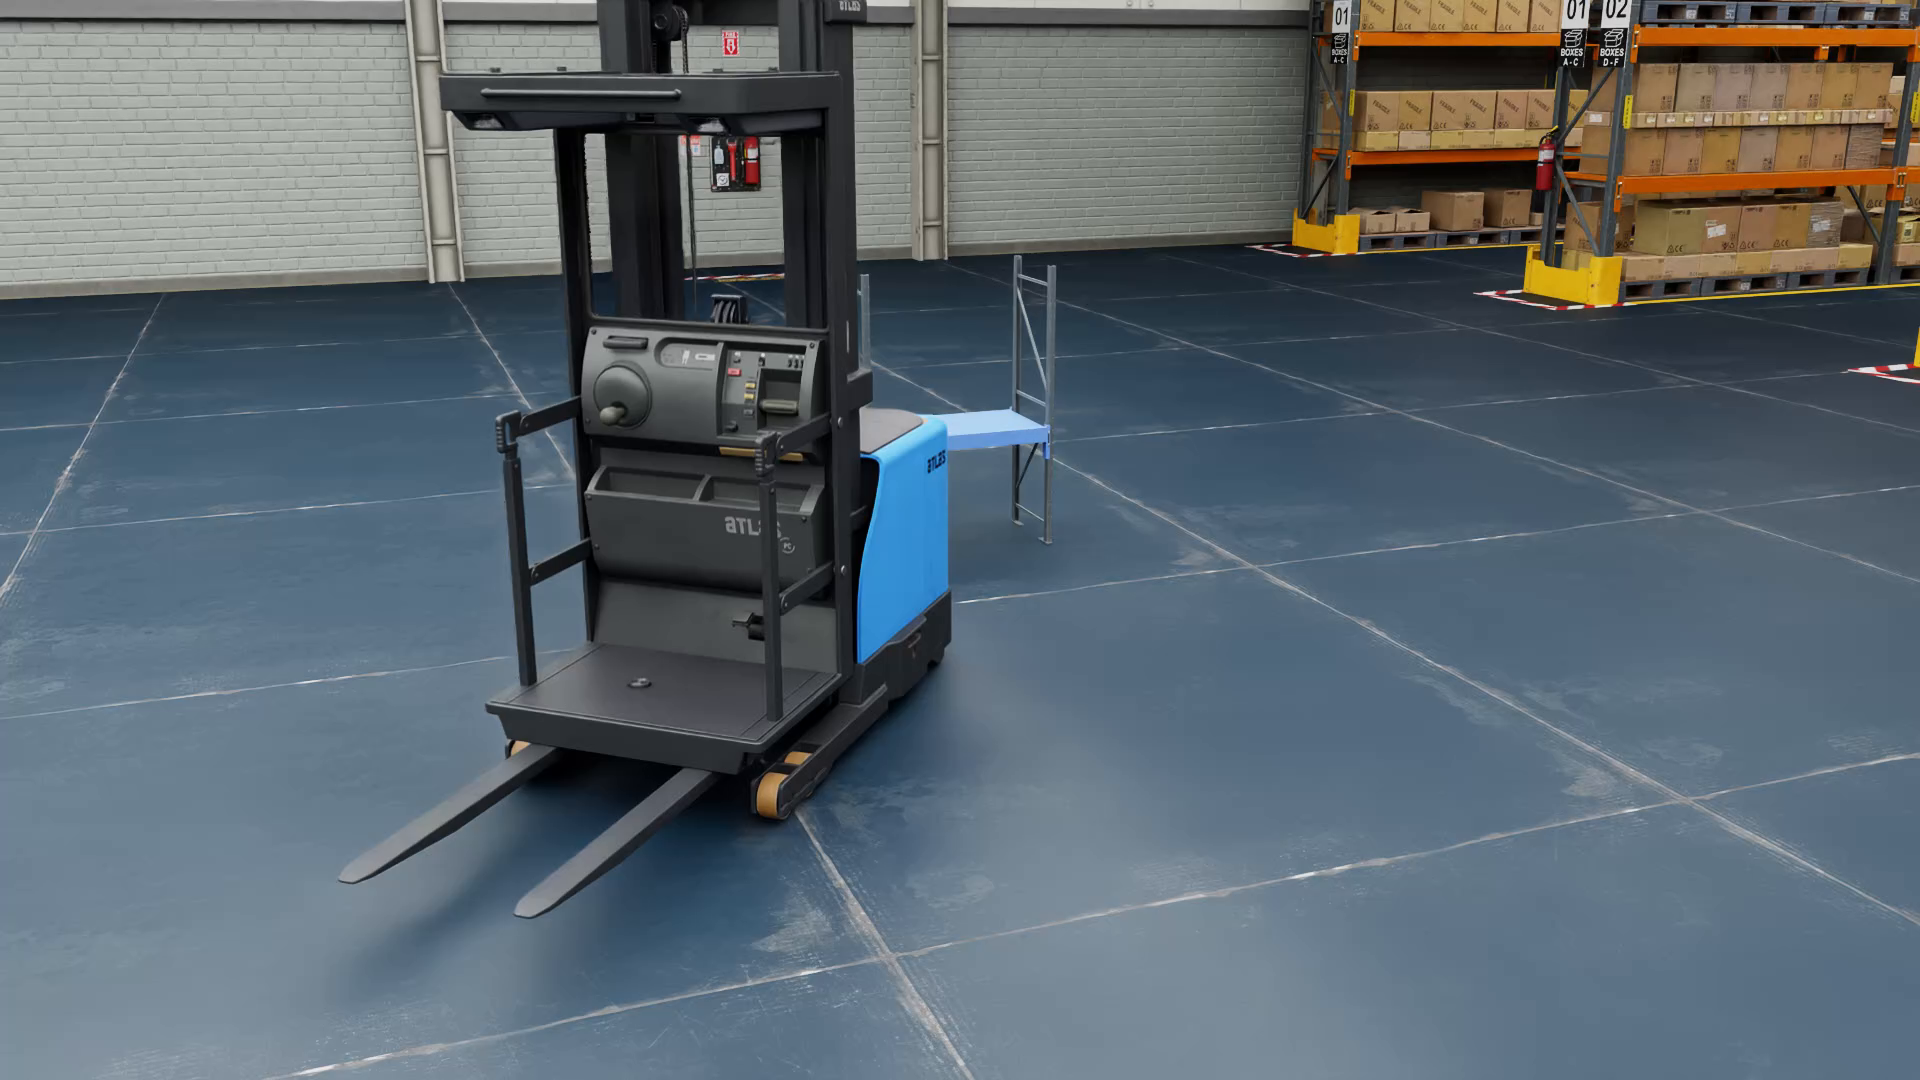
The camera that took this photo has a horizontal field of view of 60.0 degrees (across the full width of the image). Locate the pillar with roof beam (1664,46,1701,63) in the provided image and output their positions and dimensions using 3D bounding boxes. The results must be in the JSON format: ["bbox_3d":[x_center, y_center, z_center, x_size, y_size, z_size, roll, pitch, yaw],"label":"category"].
[{"bbox_3d":[12.354,-8.029,20.467,0.400,9.000,9.100,-6,17,-20],"label":"pillar with roof beam"}]

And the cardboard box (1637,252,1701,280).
[{"bbox_3d":[7.689,-3.006,18.145,0.500,0.250,0.500,-6,17,-20],"label":"cardboard box"}]

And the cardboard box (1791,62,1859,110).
[{"bbox_3d":[9.495,-5.053,18.501,0.500,0.500,0.700,-6,17,-20],"label":"cardboard box"}]

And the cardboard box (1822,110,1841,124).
[{"bbox_3d":[9.481,-4.677,18.373,0.250,0.149,0.380,-6,17,-20],"label":"cardboard box"}]

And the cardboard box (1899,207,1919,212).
[{"bbox_3d":[11.604,-3.851,20.029,0.500,0.311,0.500,-6,17,-20],"label":"cardboard box"}]

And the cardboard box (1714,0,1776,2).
[{"bbox_3d":[8.292,-5.928,17.467,0.500,0.500,0.500,-6,17,-20],"label":"cardboard box"}]

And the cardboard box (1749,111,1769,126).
[{"bbox_3d":[8.522,-4.574,18.020,0.250,0.149,0.380,-6,17,-20],"label":"cardboard box"}]

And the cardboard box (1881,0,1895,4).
[{"bbox_3d":[13.767,-8.068,24.967,0.500,0.500,0.700,-5,17,-17],"label":"cardboard box"}]

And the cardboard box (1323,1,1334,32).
[{"bbox_3d":[5.166,-6.985,22.025,0.500,0.500,0.500,-5,17,-16],"label":"cardboard box"}]

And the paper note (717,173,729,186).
[{"bbox_3d":[-2.903,-4.411,20.360,0.142,0.148,0.016,-6,17,-20],"label":"paper note"}]

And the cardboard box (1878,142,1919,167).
[{"bbox_3d":[10.822,-4.469,19.260,0.500,0.250,0.500,-5,17,-17],"label":"cardboard box"}]

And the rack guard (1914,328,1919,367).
[{"bbox_3d":[8.466,-1.594,13.638,0.348,0.500,1.175,-6,17,-20],"label":"rack guard"}]

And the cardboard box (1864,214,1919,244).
[{"bbox_3d":[10.853,-3.607,19.198,0.500,0.311,0.500,-6,17,-20],"label":"cardboard box"}]

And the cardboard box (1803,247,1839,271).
[{"bbox_3d":[9.553,-3.210,18.841,0.500,0.250,0.500,-6,17,-20],"label":"cardboard box"}]

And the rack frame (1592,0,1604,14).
[{"bbox_3d":[8.602,-8.661,22.622,0.127,3.000,1.000,-6,17,-20],"label":"rack frame"}]

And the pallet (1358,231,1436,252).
[{"bbox_3d":[5.709,-4.122,22.760,1.213,0.211,1.003,-6,17,-20],"label":"pallet"}]

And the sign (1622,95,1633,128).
[{"bbox_3d":[6.836,-4.383,17.025,0.005,0.325,0.100,-6,17,-20],"label":"sign"}]

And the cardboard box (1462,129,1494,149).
[{"bbox_3d":[6.867,-5.439,22.528,0.500,0.250,0.500,-6,17,-20],"label":"cardboard box"}]

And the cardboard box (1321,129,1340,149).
[{"bbox_3d":[5.234,-5.415,22.447,0.500,0.250,0.500,-6,17,-19],"label":"cardboard box"}]

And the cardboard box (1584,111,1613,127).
[{"bbox_3d":[6.932,-4.525,17.854,0.250,0.149,0.380,-6,18,-21],"label":"cardboard box"}]

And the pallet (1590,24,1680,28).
[{"bbox_3d":[9.217,-7.166,23.188,1.003,0.211,1.213,-6,17,-20],"label":"pallet"}]

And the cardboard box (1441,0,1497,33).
[{"bbox_3d":[6.759,-7.002,22.083,0.500,0.500,0.500,-5,17,-17],"label":"cardboard box"}]

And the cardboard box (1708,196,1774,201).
[{"bbox_3d":[8.899,-3.657,19.031,0.500,0.500,0.500,-6,17,-20],"label":"cardboard box"}]

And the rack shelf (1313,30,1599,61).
[{"bbox_3d":[6.735,-6.675,22.460,4.000,0.370,1.077,-6,17,-20],"label":"rack shelf"}]

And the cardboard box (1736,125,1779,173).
[{"bbox_3d":[8.528,-4.325,18.326,0.500,0.500,0.700,-6,17,-18],"label":"cardboard box"}]

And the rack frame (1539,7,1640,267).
[{"bbox_3d":[6.643,-4.077,17.657,0.127,3.000,1.000,-6,17,-20],"label":"rack frame"}]

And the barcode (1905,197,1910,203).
[{"bbox_3d":[10.766,-3.869,18.900,0.075,0.075,0.001,-6,17,-20],"label":"barcode"}]

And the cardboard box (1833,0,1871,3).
[{"bbox_3d":[9.814,-6.254,18.578,0.500,0.500,0.500,-5,17,-16],"label":"cardboard box"}]

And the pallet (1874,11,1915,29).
[{"bbox_3d":[11.197,-5.920,18.949,1.217,0.209,0.805,-7,18,-22],"label":"pallet"}]

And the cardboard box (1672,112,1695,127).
[{"bbox_3d":[7.566,-4.471,17.671,0.250,0.149,0.380,-6,17,-20],"label":"cardboard box"}]

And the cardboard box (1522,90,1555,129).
[{"bbox_3d":[7.807,-5.900,22.764,0.500,0.500,0.500,-6,17,-20],"label":"cardboard box"}]

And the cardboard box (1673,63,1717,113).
[{"bbox_3d":[7.622,-4.851,17.813,0.500,0.500,0.700,-7,18,-22],"label":"cardboard box"}]

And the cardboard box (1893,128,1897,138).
[{"bbox_3d":[14.156,-6.205,25.315,0.250,0.149,0.380,-6,17,-20],"label":"cardboard box"}]

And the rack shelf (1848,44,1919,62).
[{"bbox_3d":[12.246,-5.776,19.396,4.000,0.370,1.077,-6,17,-20],"label":"rack shelf"}]

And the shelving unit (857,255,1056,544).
[{"bbox_3d":[-0.080,-0.711,8.858,1.048,1.500,0.538,-6,17,-20],"label":"shelving unit"}]

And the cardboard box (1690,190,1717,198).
[{"bbox_3d":[10.707,-5.033,24.568,0.500,0.500,0.700,-6,17,-20],"label":"cardboard box"}]

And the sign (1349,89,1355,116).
[{"bbox_3d":[5.061,-5.652,21.486,0.005,0.325,0.100,-6,17,-20],"label":"sign"}]

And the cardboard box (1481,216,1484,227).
[{"bbox_3d":[7.102,-4.470,23.276,0.250,0.149,0.380,-8,18,-25],"label":"cardboard box"}]

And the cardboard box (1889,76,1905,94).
[{"bbox_3d":[13.821,-6.830,24.962,0.500,0.250,0.500,-6,17,-20],"label":"cardboard box"}]

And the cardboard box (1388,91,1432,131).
[{"bbox_3d":[5.885,-5.693,22.062,0.500,0.500,0.500,-6,17,-20],"label":"cardboard box"}]

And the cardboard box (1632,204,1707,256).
[{"bbox_3d":[7.690,-3.365,18.038,0.500,0.500,0.500,-6,17,-20],"label":"cardboard box"}]

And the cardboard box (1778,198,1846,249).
[{"bbox_3d":[9.552,-3.570,18.737,0.500,0.500,0.500,-6,17,-20],"label":"cardboard box"}]

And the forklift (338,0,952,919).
[{"bbox_3d":[-1.013,-0.562,5.809,1.130,2.935,3.031,6,17,19],"label":"forklift"}]

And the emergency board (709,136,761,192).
[{"bbox_3d":[-2.713,-4.834,20.235,0.643,1.169,0.194,-6,17,-20],"label":"emergency board"}]

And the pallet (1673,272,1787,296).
[{"bbox_3d":[8.480,-2.949,18.765,1.213,0.211,1.003,-6,17,-20],"label":"pallet"}]
